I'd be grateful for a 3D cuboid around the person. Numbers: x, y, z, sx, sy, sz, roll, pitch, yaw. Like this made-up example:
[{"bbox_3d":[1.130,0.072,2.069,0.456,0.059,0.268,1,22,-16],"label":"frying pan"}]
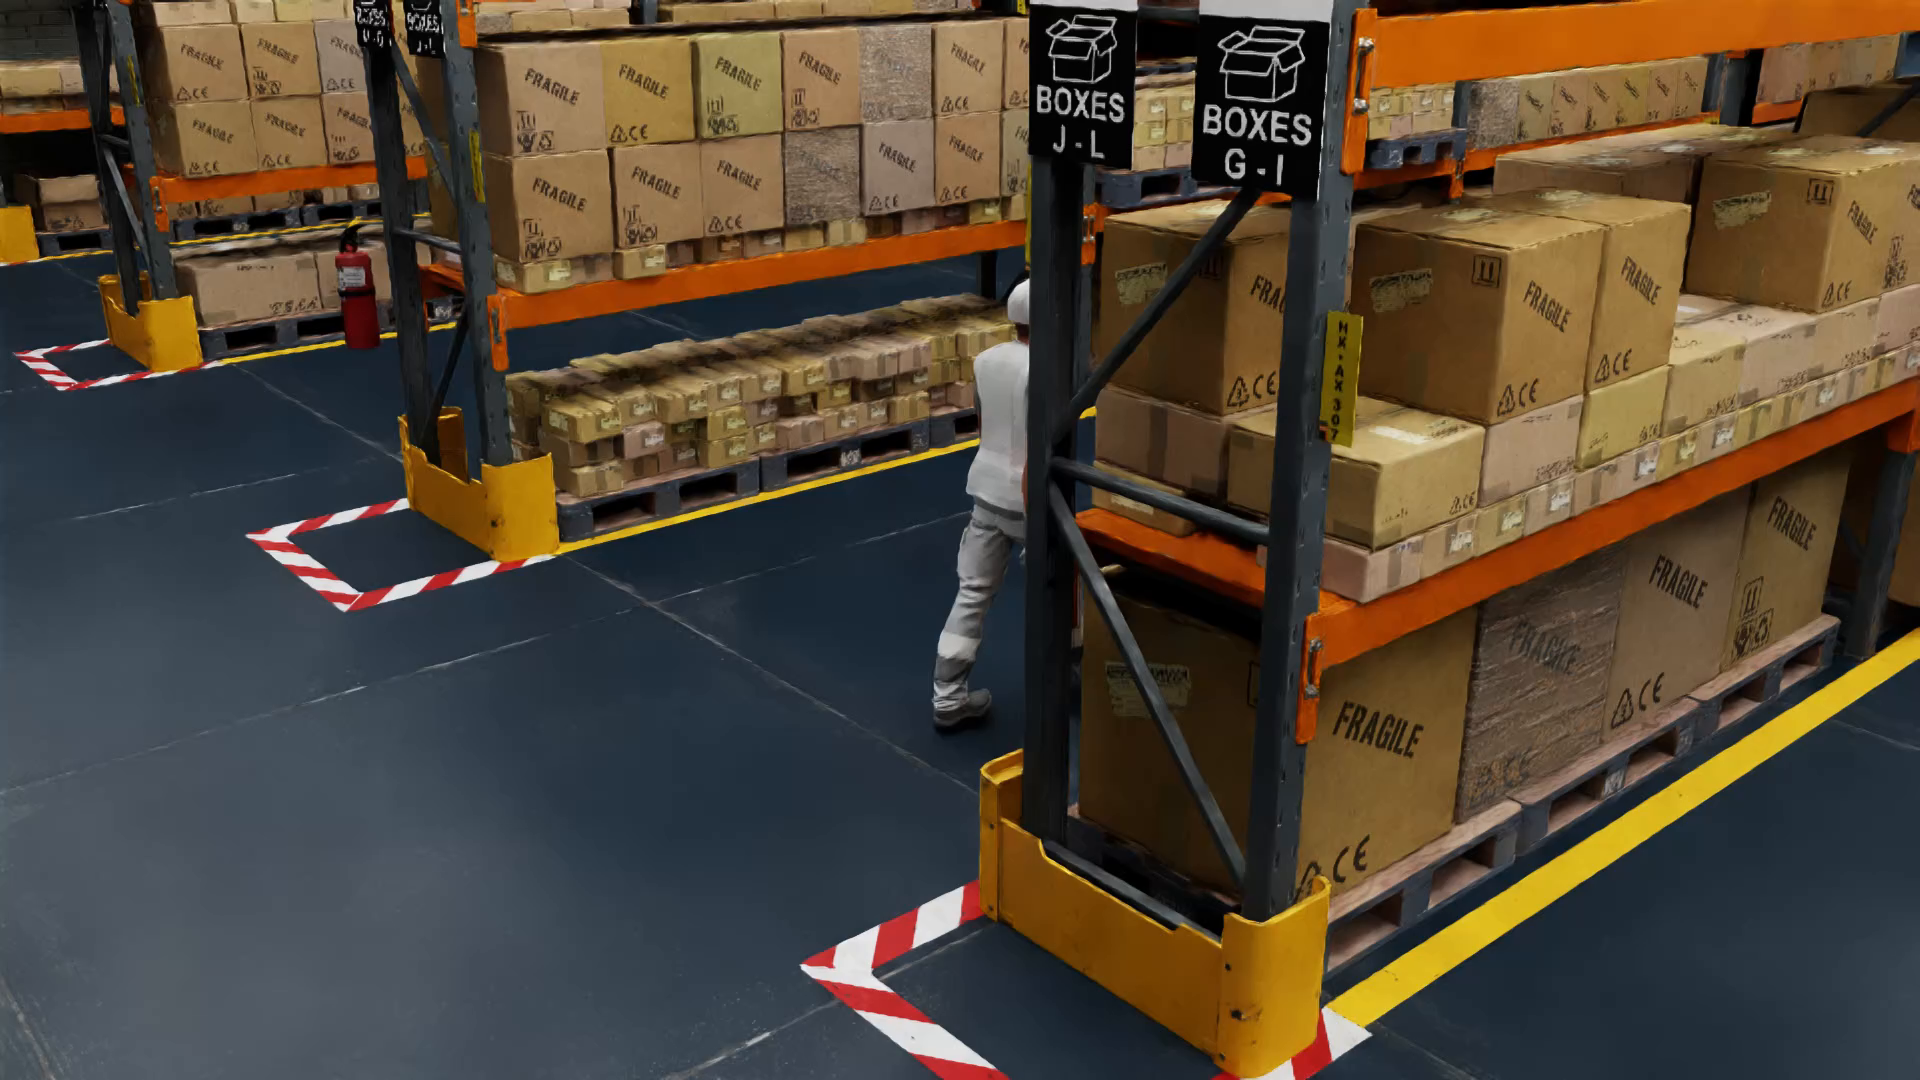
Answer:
[{"bbox_3d":[0.289,-0.183,6.528,0.995,1.731,0.572,-18,27,-38],"label":"person"}]
